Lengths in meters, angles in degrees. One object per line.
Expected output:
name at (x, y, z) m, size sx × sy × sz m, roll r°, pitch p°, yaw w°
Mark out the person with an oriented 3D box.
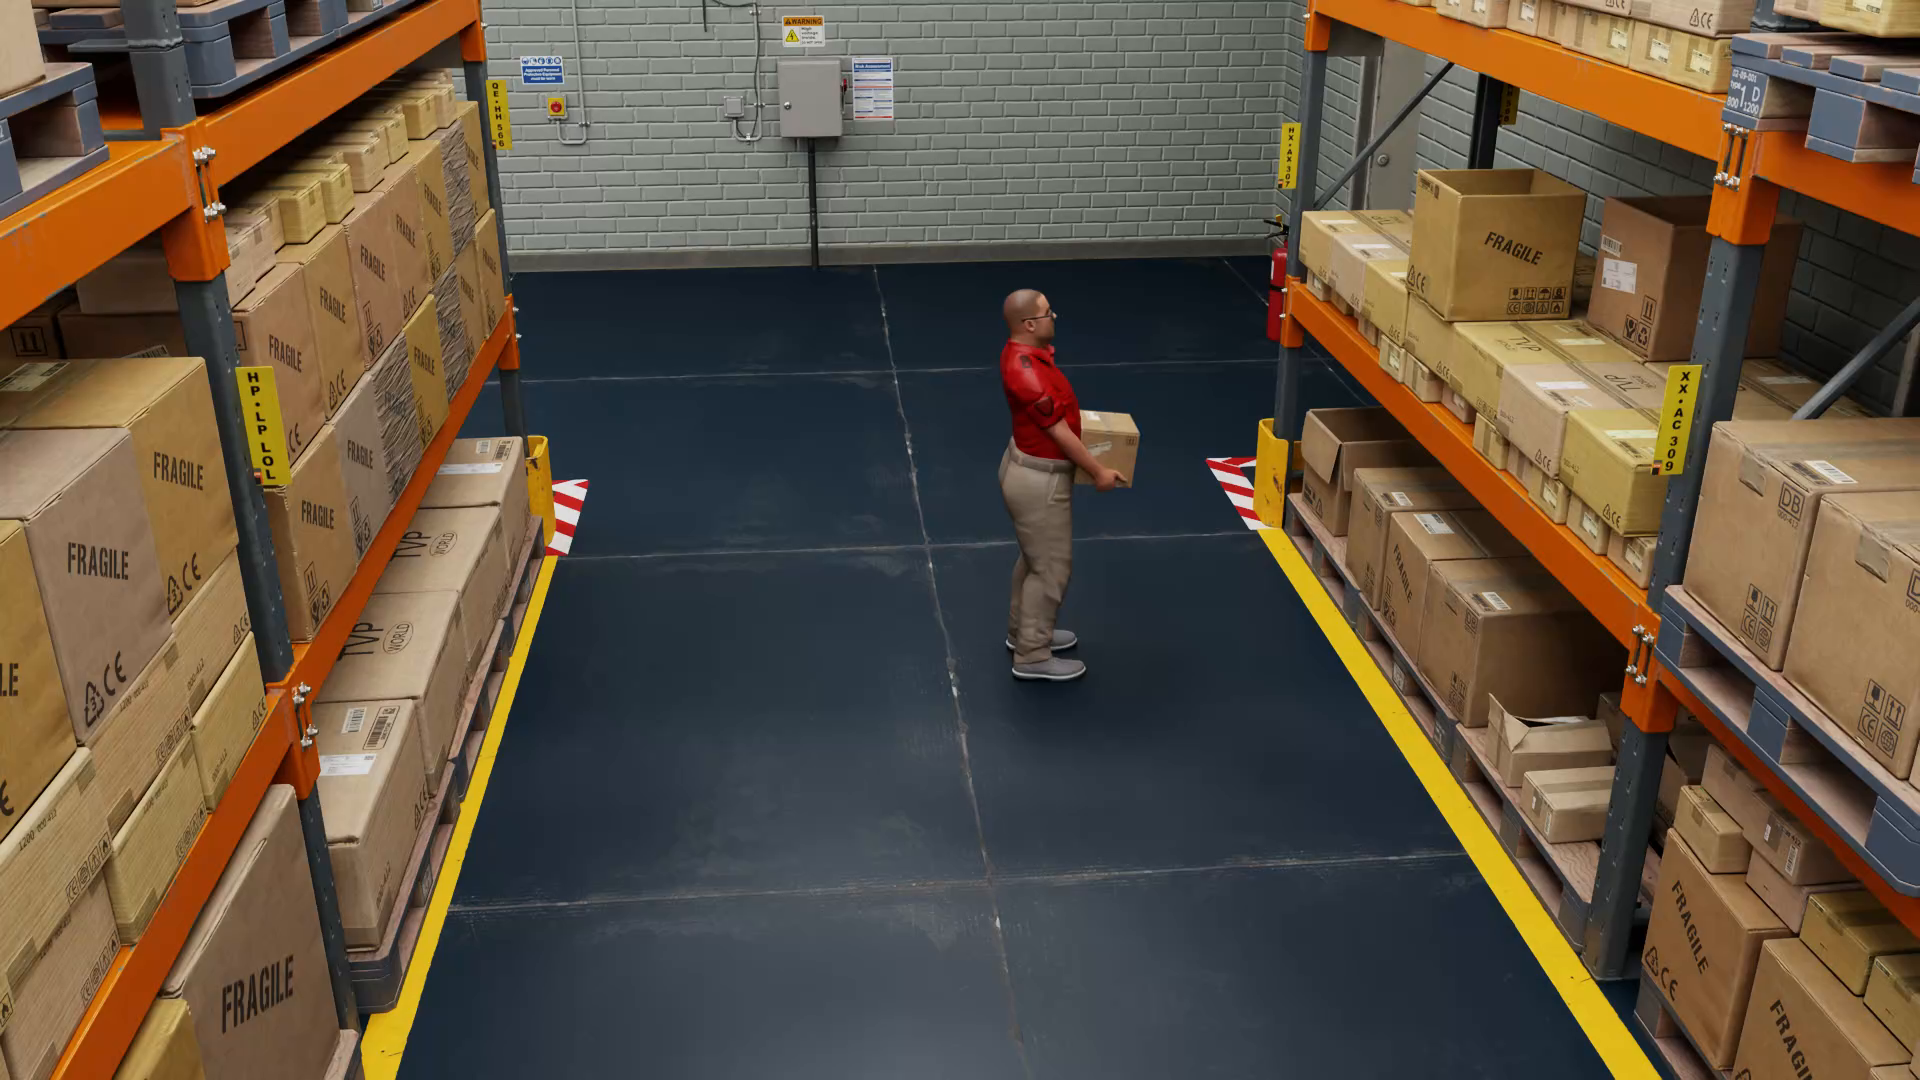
person at (0.433, -0.250, 7.208) m, size 0.531 × 1.713 × 0.494 m, roll -2°, pitch 24°, yaw -4°
